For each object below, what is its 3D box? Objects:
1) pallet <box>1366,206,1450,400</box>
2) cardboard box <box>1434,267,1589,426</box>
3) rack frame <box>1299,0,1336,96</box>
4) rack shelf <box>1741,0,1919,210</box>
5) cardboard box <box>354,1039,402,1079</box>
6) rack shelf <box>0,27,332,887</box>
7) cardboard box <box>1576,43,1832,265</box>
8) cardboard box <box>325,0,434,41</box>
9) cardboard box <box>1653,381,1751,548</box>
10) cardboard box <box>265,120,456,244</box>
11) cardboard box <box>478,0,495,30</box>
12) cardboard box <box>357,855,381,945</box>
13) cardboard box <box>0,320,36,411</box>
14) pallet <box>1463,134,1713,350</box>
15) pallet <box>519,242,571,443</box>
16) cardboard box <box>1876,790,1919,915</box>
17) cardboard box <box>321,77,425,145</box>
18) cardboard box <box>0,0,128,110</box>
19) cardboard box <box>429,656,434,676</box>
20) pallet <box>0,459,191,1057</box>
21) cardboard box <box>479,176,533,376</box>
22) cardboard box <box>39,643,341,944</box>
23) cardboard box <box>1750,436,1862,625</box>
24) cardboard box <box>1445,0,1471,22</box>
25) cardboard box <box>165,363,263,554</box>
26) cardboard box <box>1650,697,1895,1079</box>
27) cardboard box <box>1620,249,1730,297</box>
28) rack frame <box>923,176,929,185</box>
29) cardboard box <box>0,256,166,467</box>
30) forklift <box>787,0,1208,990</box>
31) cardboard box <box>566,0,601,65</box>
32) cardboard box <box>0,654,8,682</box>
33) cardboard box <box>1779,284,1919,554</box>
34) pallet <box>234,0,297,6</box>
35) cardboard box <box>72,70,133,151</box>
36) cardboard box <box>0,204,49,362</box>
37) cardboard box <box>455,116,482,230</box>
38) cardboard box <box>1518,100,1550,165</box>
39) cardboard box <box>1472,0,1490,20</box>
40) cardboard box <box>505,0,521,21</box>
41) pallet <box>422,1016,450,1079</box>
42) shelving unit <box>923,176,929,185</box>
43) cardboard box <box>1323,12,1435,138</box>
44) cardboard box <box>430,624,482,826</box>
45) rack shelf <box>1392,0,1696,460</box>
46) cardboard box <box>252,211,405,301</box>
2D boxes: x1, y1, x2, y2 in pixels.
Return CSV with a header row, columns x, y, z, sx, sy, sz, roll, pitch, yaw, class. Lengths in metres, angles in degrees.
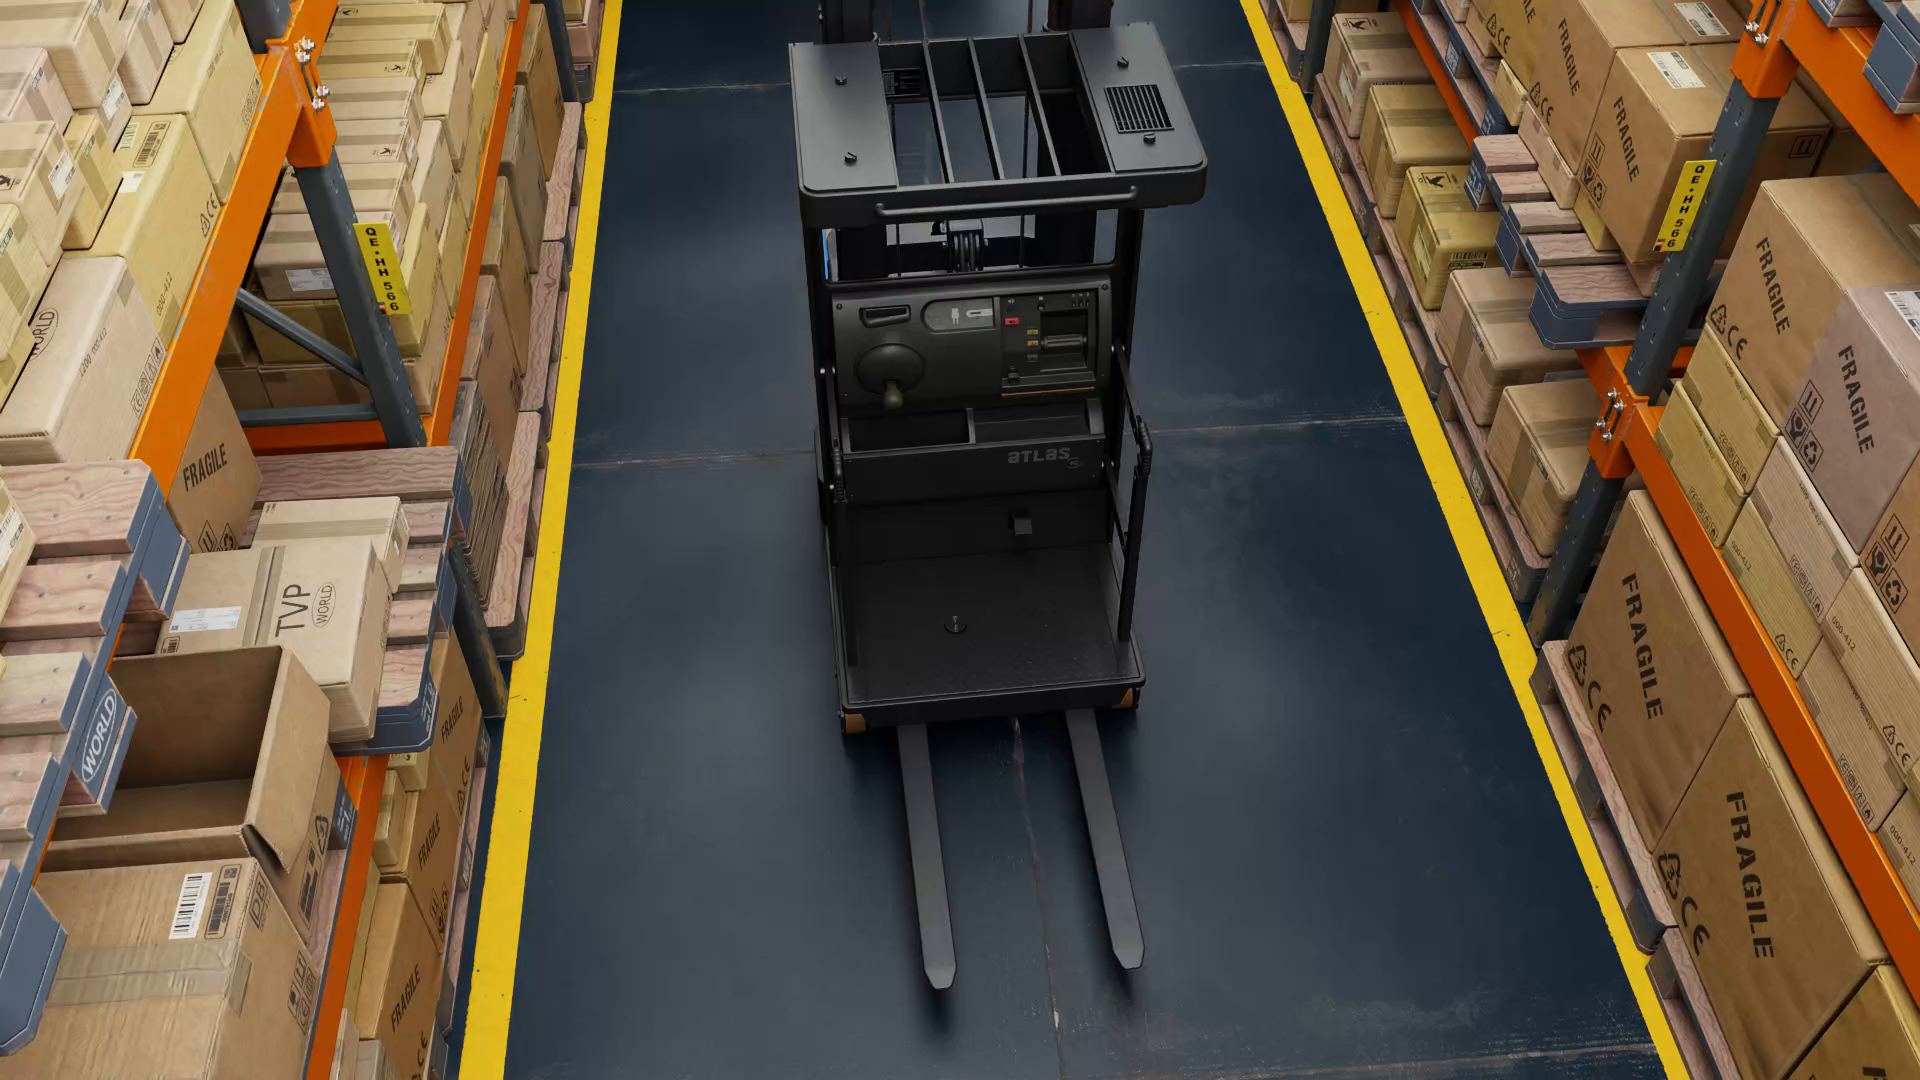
x,y,z,sx,sy,sz,roll,pitch,yaw,class
2.571,-1.164,7.844,1.003,0.211,1.213,-3,47,-3,pallet
2.627,-0.860,7.156,0.950,0.372,0.625,-4,47,-4,cardboard box
2.399,-3.571,8.202,1.000,3.000,0.127,-3,47,-3,rack frame
2.902,-0.014,3.263,1.077,0.370,4.000,-3,47,-3,rack shelf
-1.822,1.751,4.594,0.500,0.500,0.500,-5,47,-5,cardboard box
-2.044,0.290,2.975,1.077,0.370,4.000,-3,47,-3,rack shelf
2.419,-1.270,5.460,0.500,0.500,0.500,-5,47,-4,cardboard box
-2.182,-1.994,6.193,0.380,0.149,0.250,-3,47,-3,cardboard box
2.524,-0.256,5.166,0.500,0.250,0.500,-4,47,-4,cardboard box
-2.046,-1.191,5.708,0.500,0.250,0.500,-2,47,-2,cardboard box
-2.164,-2.305,6.763,0.500,0.250,0.500,-3,47,-3,cardboard box
-1.909,1.044,4.817,0.380,0.149,0.250,-2,47,-2,cardboard box
-1.861,-0.315,2.882,0.380,0.149,0.250,-2,47,-2,cardboard box
2.568,-1.120,6.013,1.213,0.211,1.003,-3,47,-3,pallet
-2.341,-0.892,7.586,1.003,0.211,1.213,-3,47,-3,pallet
2.668,0.851,4.118,0.500,0.250,0.500,-3,47,-3,cardboard box
-2.050,-1.444,5.673,0.380,0.149,0.250,-3,47,-3,cardboard box
-1.899,-0.975,3.302,0.380,0.149,0.250,-5,47,-5,cardboard box
-1.918,0.462,5.369,0.380,0.149,0.250,-6,47,-5,cardboard box
-1.951,0.328,2.573,1.213,0.211,1.003,-3,47,-3,pallet
-2.369,-1.112,7.220,0.875,0.625,0.625,-5,47,-5,cardboard box
-1.891,0.617,3.875,0.797,0.503,0.637,-4,47,-4,cardboard box
2.573,-0.042,4.619,0.500,0.250,0.500,-2,47,-2,cardboard box
2.212,-2.265,6.850,0.380,0.149,0.250,-2,47,-2,cardboard box
-2.324,-0.169,4.623,0.500,0.500,0.500,-2,47,-1,cardboard box
2.780,1.060,4.991,0.875,0.875,0.875,-3,47,-3,cardboard box
2.472,-0.958,5.611,0.380,0.149,0.250,-2,47,-2,cardboard box
-0.209,-1.382,7.936,0.240,0.006,1.200,-5,47,-5,rack frame
-1.842,-0.270,3.114,0.500,0.250,0.500,-3,47,-3,cardboard box
0.072,-0.559,5.397,1.130,2.935,3.031,-5,47,-5,forklift
-2.257,-2.836,9.111,0.500,0.250,0.500,-3,47,-3,cardboard box
-1.606,0.234,2.348,0.380,0.149,0.250,-2,47,-2,cardboard box
2.583,-0.325,4.371,0.500,0.500,0.500,-3,47,-3,cardboard box
-2.358,-1.825,4.613,1.213,0.211,1.003,-2,47,-1,pallet
-1.943,-0.867,3.405,0.380,0.149,0.250,-3,47,-2,cardboard box
-1.780,-0.422,2.778,0.380,0.149,0.250,-3,47,-3,cardboard box
-2.093,-1.393,6.243,0.500,0.250,0.500,-5,47,-5,cardboard box
2.299,-1.509,6.134,0.380,0.149,0.250,-5,47,-5,cardboard box
2.277,-2.403,6.534,0.500,0.500,0.500,-5,47,-5,cardboard box
-2.196,-2.503,7.294,0.500,0.250,0.500,-4,47,-4,cardboard box
-2.088,2.010,4.838,1.003,0.211,1.213,-3,47,-3,pallet
-0.209,-1.319,8.003,0.258,0.189,1.200,-5,47,-5,shelving unit
2.446,-2.432,8.645,0.950,0.372,0.625,-3,47,-3,cardboard box
-1.962,0.636,5.651,0.500,0.500,0.500,-2,47,-2,cardboard box
2.567,-1.877,7.093,1.077,0.370,4.000,-3,47,-3,rack shelf
-1.945,-0.878,5.137,0.380,0.149,0.250,-2,47,-2,cardboard box
